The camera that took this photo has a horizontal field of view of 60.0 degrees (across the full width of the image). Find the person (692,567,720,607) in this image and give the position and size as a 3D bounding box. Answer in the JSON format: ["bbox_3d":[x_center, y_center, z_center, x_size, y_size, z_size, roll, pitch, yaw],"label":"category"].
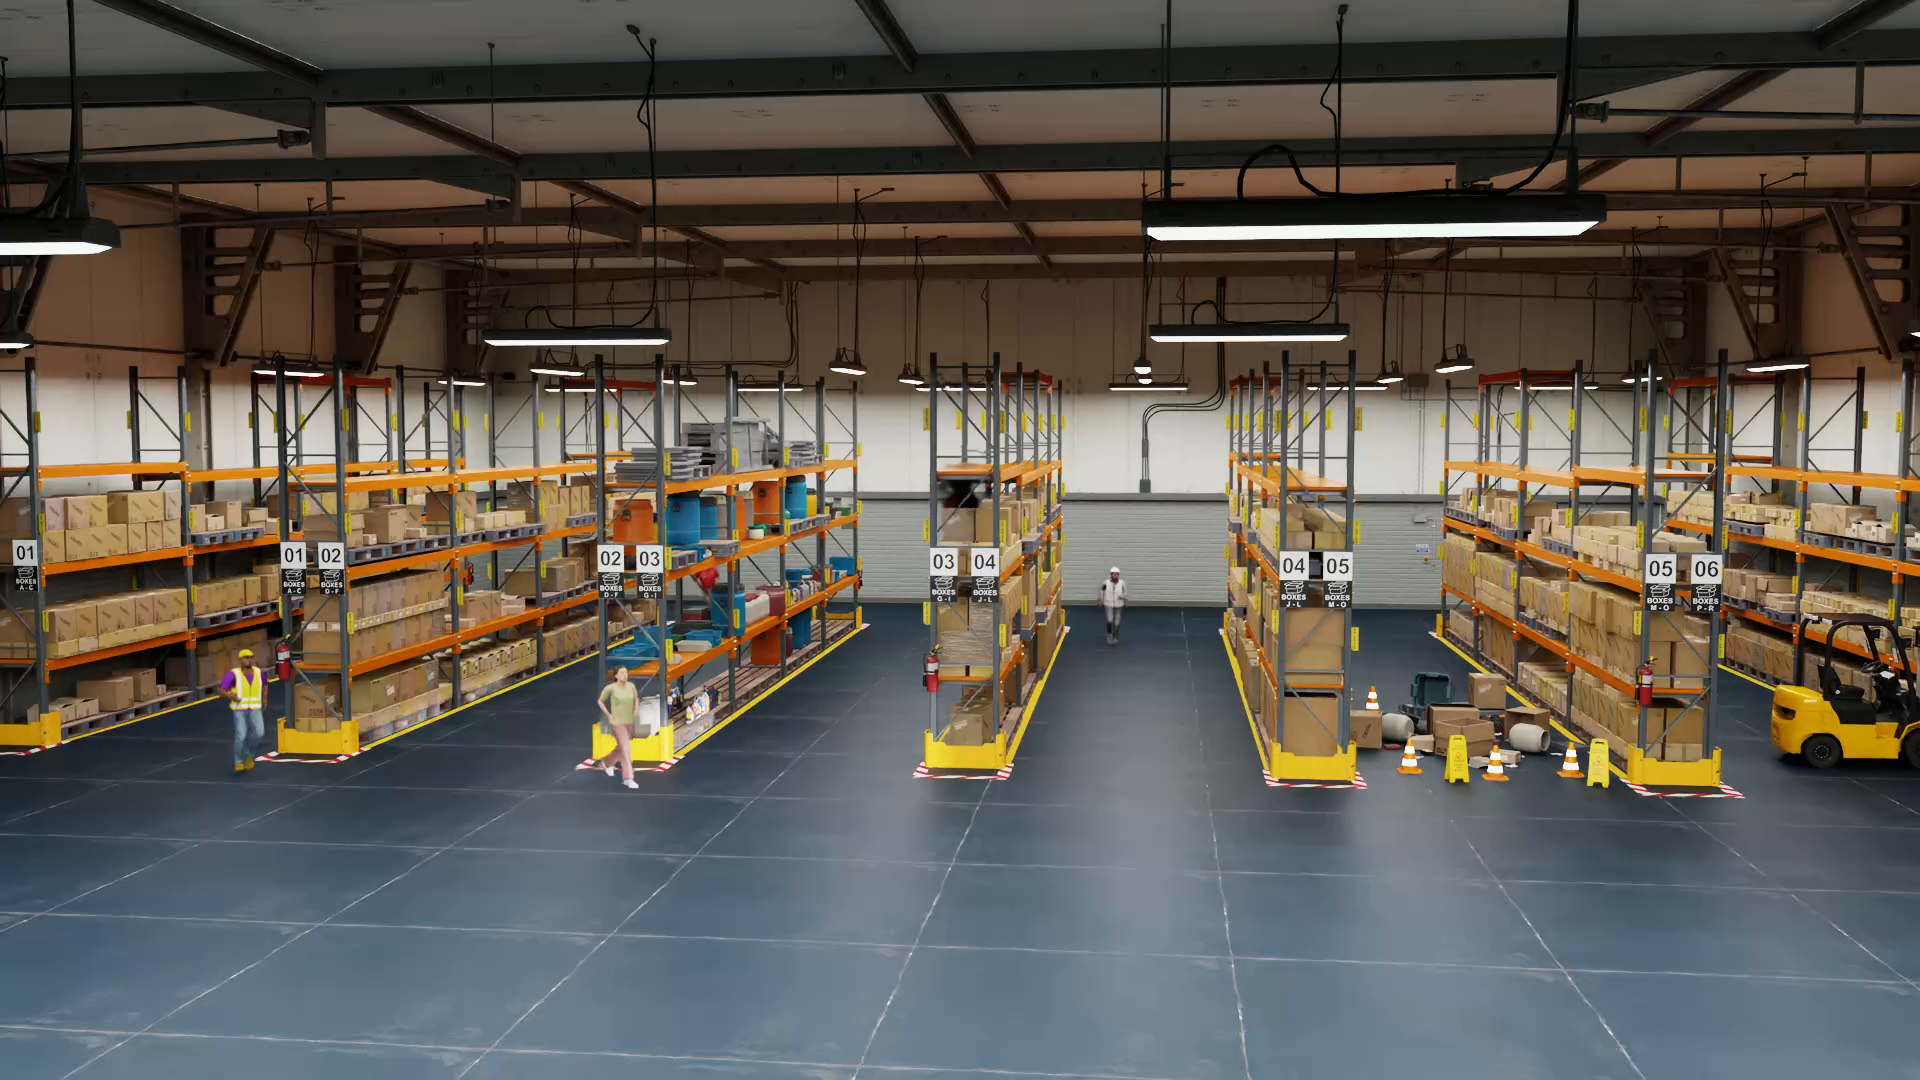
[{"bbox_3d":[-6.193,1.295,40.824,0.703,1.683,0.893,-2,5,-28],"label":"person"}]

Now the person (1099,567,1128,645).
[{"bbox_3d":[3.452,1.482,37.342,0.627,1.764,0.777,0,4,0],"label":"person"}]

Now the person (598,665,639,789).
[{"bbox_3d":[-4.681,2.530,22.898,0.577,1.667,0.889,-4,6,-44],"label":"person"}]

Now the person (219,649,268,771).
[{"bbox_3d":[-10.225,2.439,23.864,0.715,1.739,0.568,-3,5,-39],"label":"person"}]
